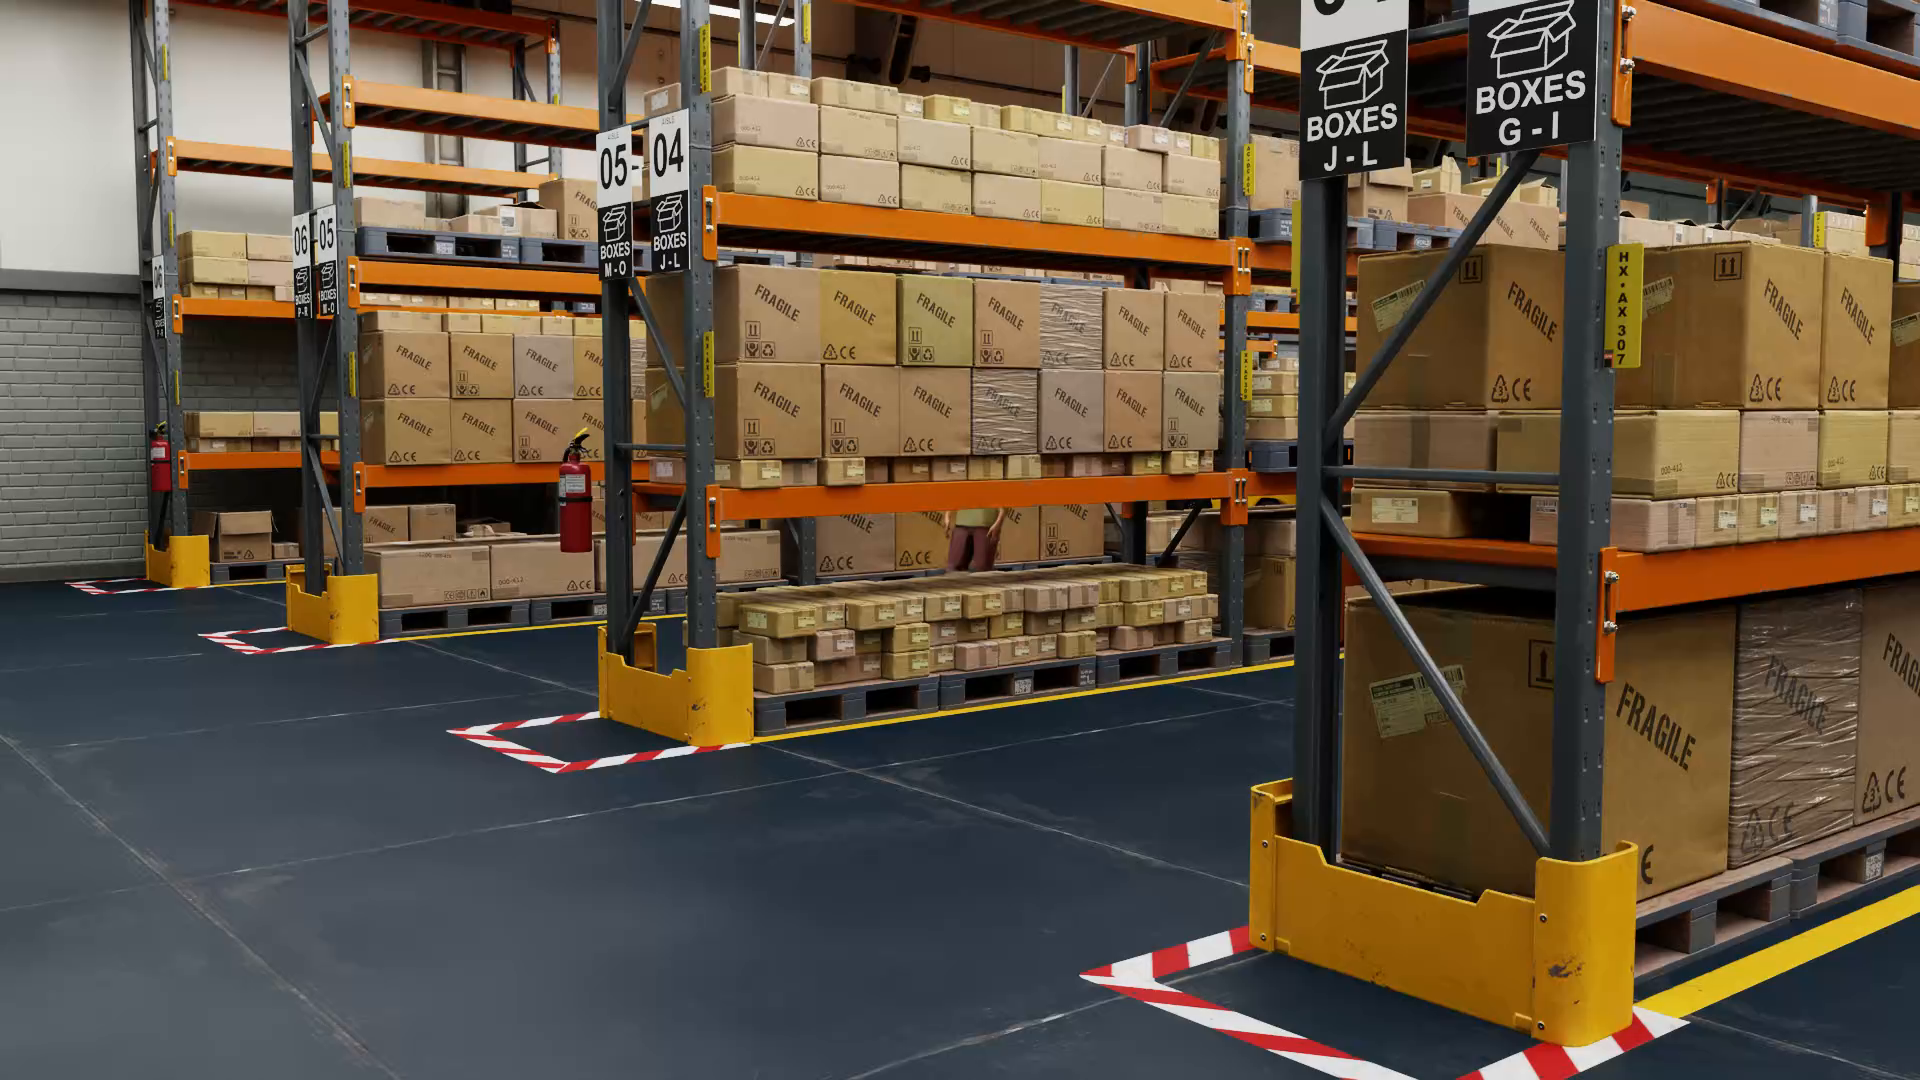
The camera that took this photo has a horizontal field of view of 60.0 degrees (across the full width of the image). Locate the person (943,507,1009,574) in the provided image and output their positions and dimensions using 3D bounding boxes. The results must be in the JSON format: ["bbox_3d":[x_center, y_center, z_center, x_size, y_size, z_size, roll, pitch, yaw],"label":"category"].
[{"bbox_3d":[0.079,-0.070,12.113,0.536,1.659,0.531,3,5,32],"label":"person"}]
